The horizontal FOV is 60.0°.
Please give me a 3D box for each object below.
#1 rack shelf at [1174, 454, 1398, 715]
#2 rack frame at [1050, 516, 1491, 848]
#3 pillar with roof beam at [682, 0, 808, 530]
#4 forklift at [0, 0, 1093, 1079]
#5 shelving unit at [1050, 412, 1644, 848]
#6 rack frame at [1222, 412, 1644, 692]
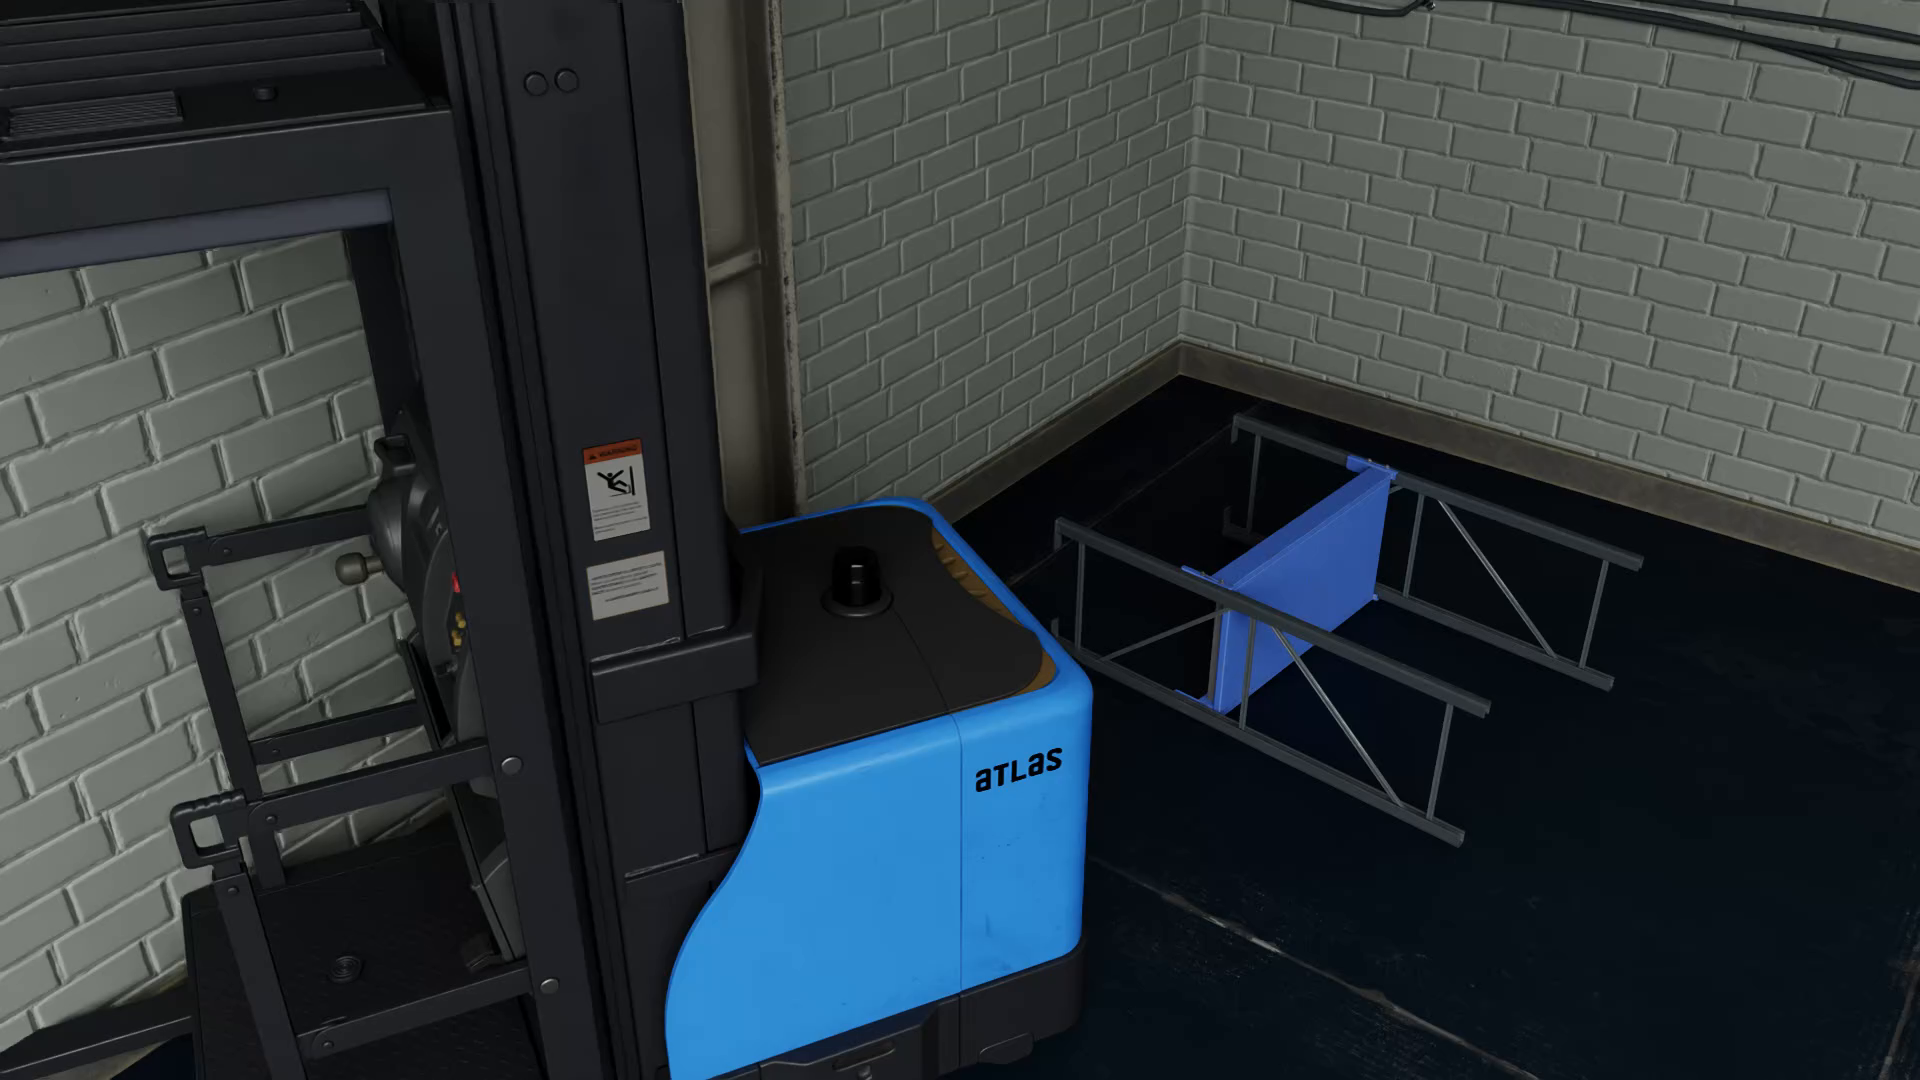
[{"bbox_3d":[1.077,0.146,5.475,0.185,0.538,1.000,25,39,35],"label":"rack shelf"},{"bbox_3d":[0.870,0.400,5.047,1.500,0.500,0.032,25,39,35],"label":"rack frame"},{"bbox_3d":[2.725,-2.052,0.886,9.100,9.000,0.400,21,37,31],"label":"pillar with roof beam"},{"bbox_3d":[-1.250,0.067,3.262,3.031,2.935,1.130,-13,33,-21],"label":"forklift"},{"bbox_3d":[1.211,0.208,5.372,1.500,0.538,1.048,25,39,35],"label":"shelving unit"},{"bbox_3d":[1.551,0.015,5.696,1.500,0.500,0.032,25,39,35],"label":"rack frame"}]
